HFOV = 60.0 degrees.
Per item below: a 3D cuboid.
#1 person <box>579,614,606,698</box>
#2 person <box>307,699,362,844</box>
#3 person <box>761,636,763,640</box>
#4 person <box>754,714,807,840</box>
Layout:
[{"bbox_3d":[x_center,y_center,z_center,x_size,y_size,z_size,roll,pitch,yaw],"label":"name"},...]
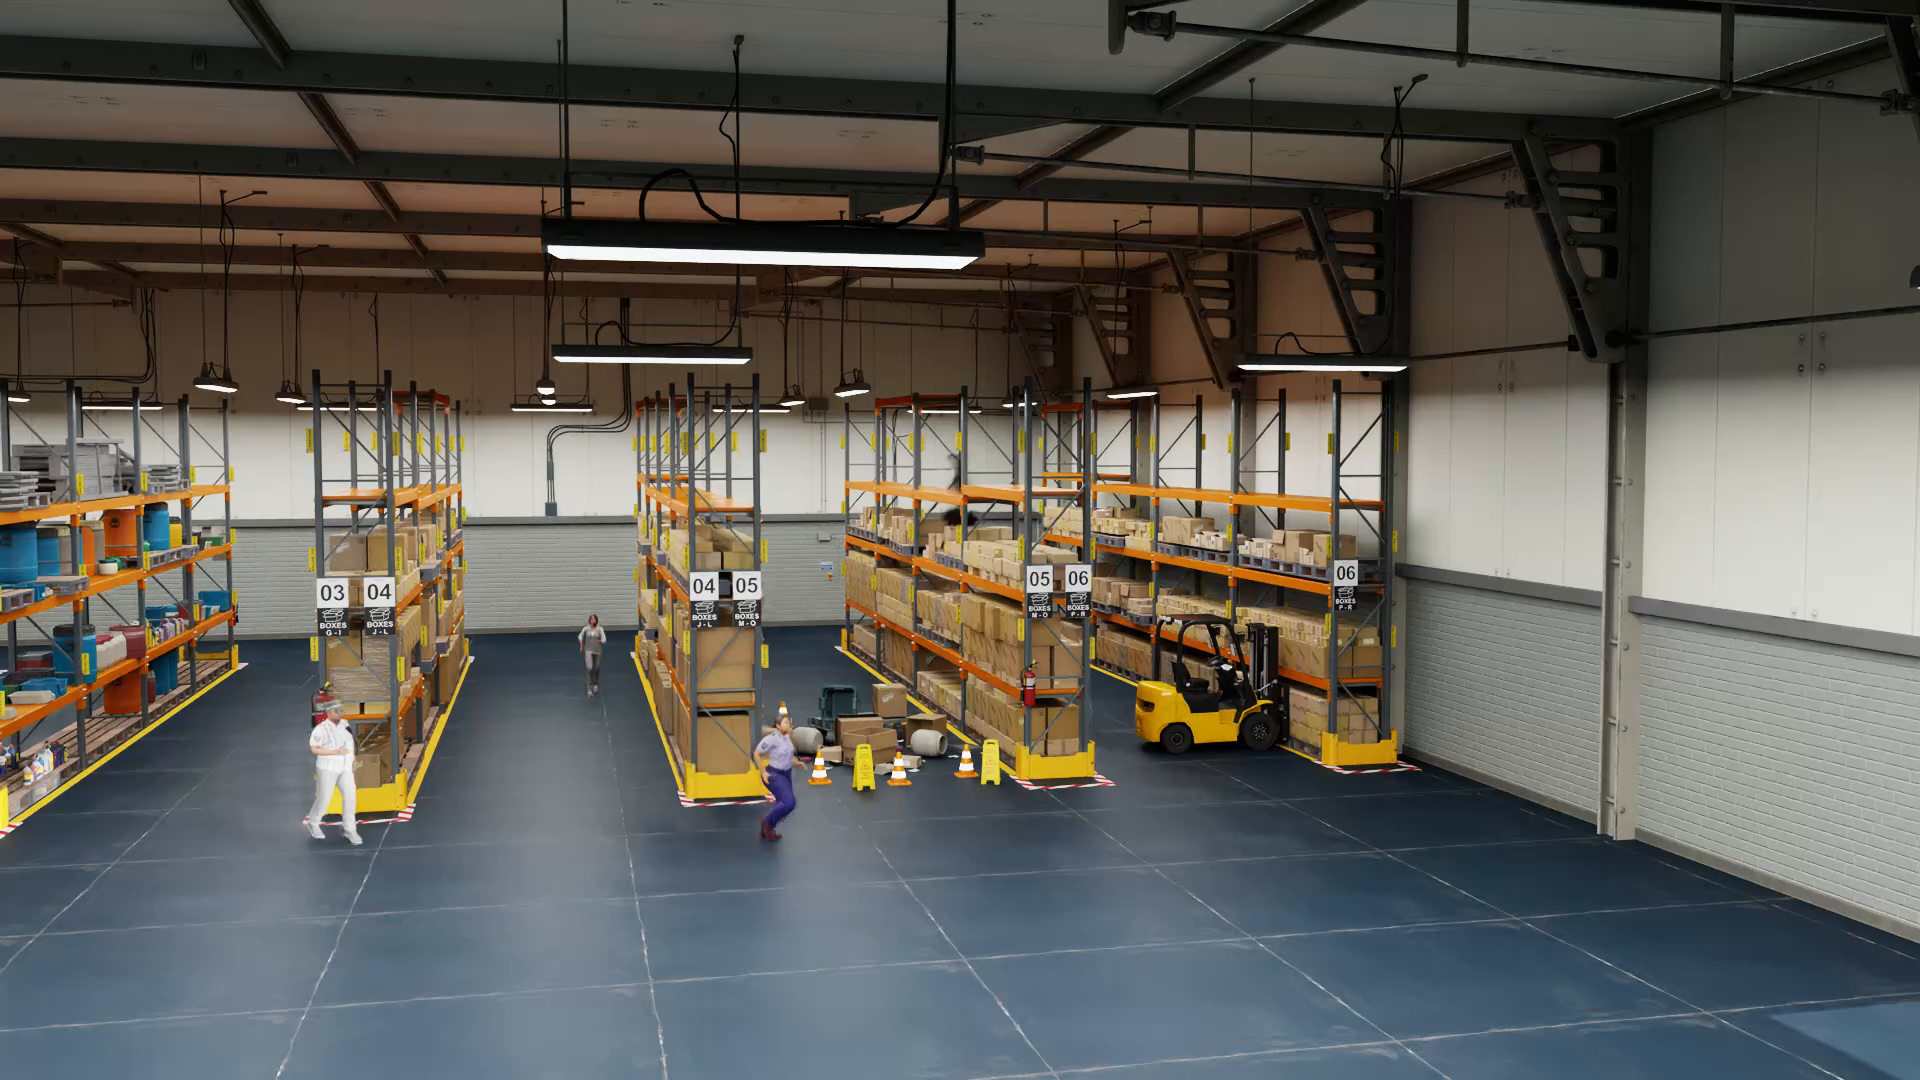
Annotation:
[{"bbox_3d":[-7.298,2.291,33.057,0.509,1.648,0.728,-1,3,-18],"label":"person"},{"bbox_3d":[-7.864,2.891,20.908,0.862,1.798,0.668,2,4,34],"label":"person"},{"bbox_3d":[-5.258,1.786,40.877,0.854,1.727,0.570,-1,3,-19],"label":"person"},{"bbox_3d":[-2.245,2.985,20.895,0.660,1.597,0.590,1,4,23],"label":"person"}]
